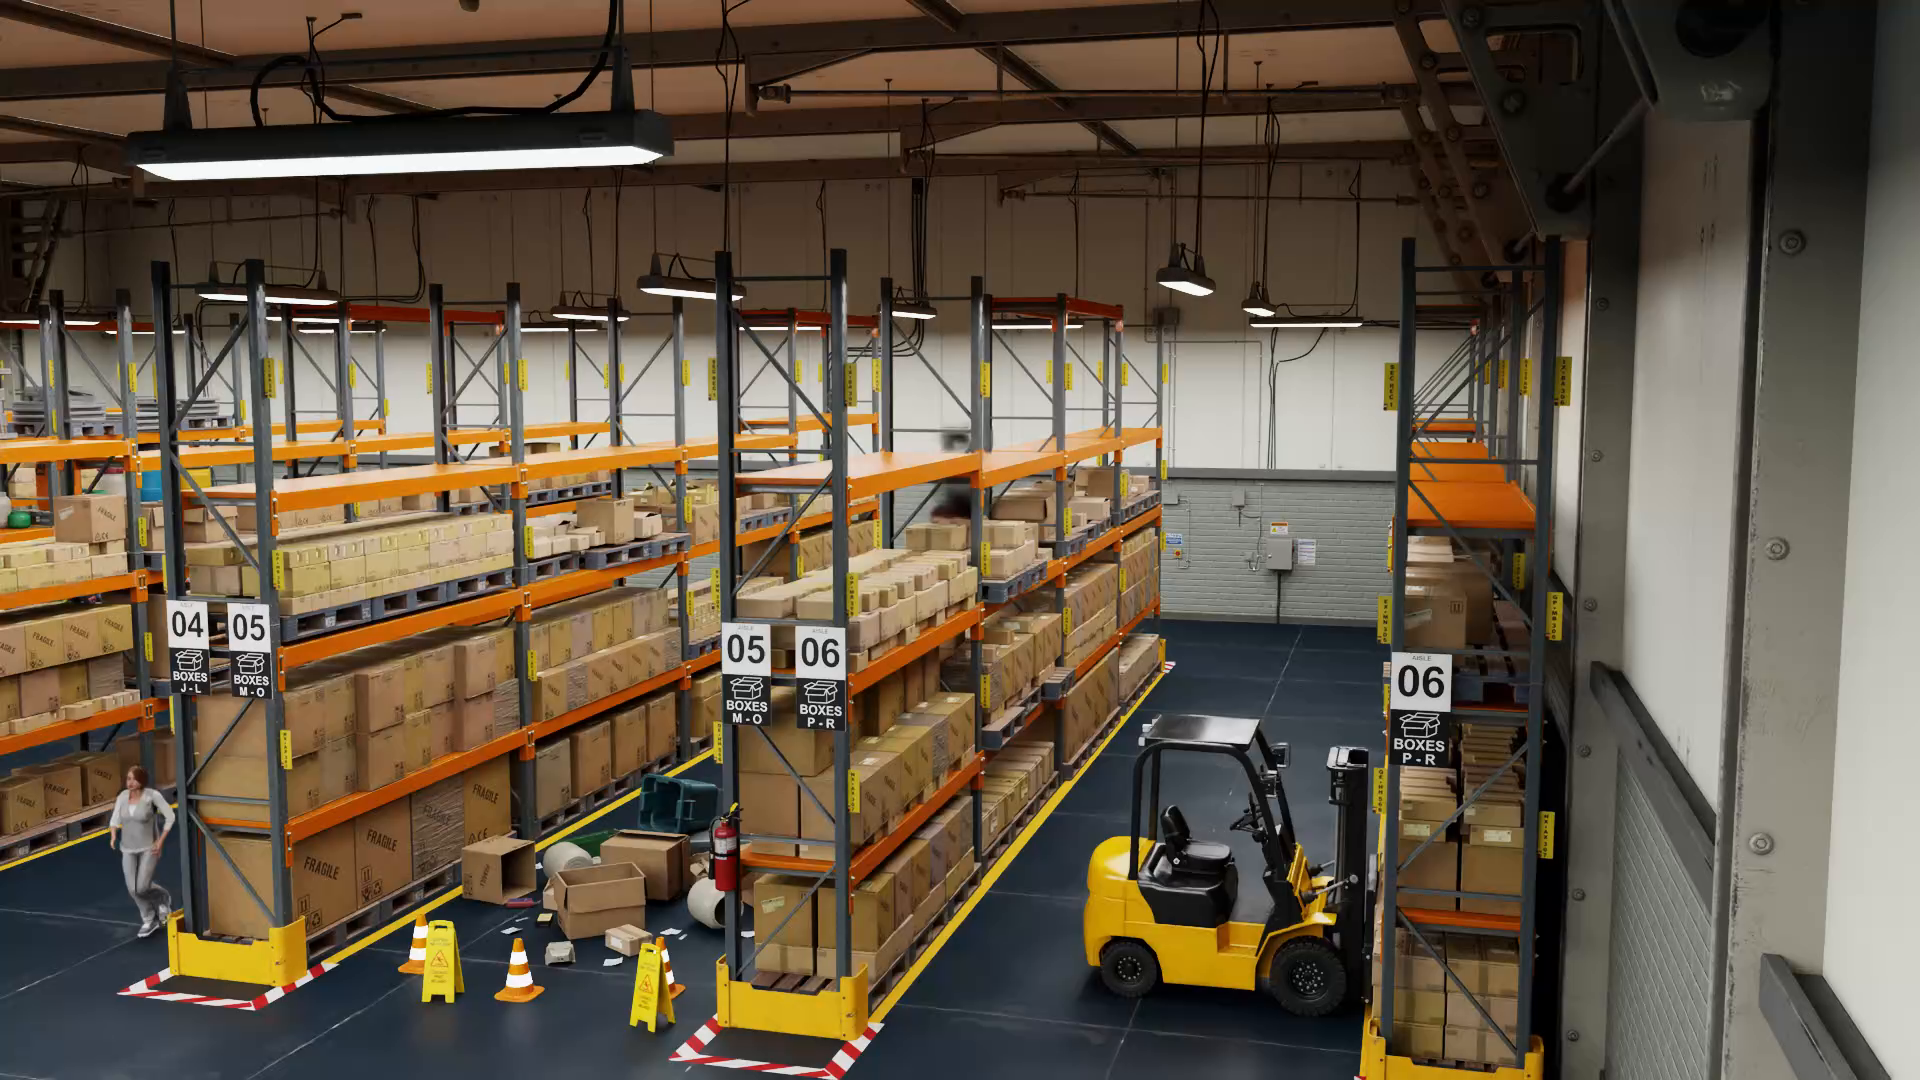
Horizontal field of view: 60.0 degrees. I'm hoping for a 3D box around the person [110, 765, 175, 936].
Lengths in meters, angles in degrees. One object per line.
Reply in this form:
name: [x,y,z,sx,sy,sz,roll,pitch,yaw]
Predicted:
person: [-7.413,2.807,15.023,0.543,1.567,0.530,0,6,2]
